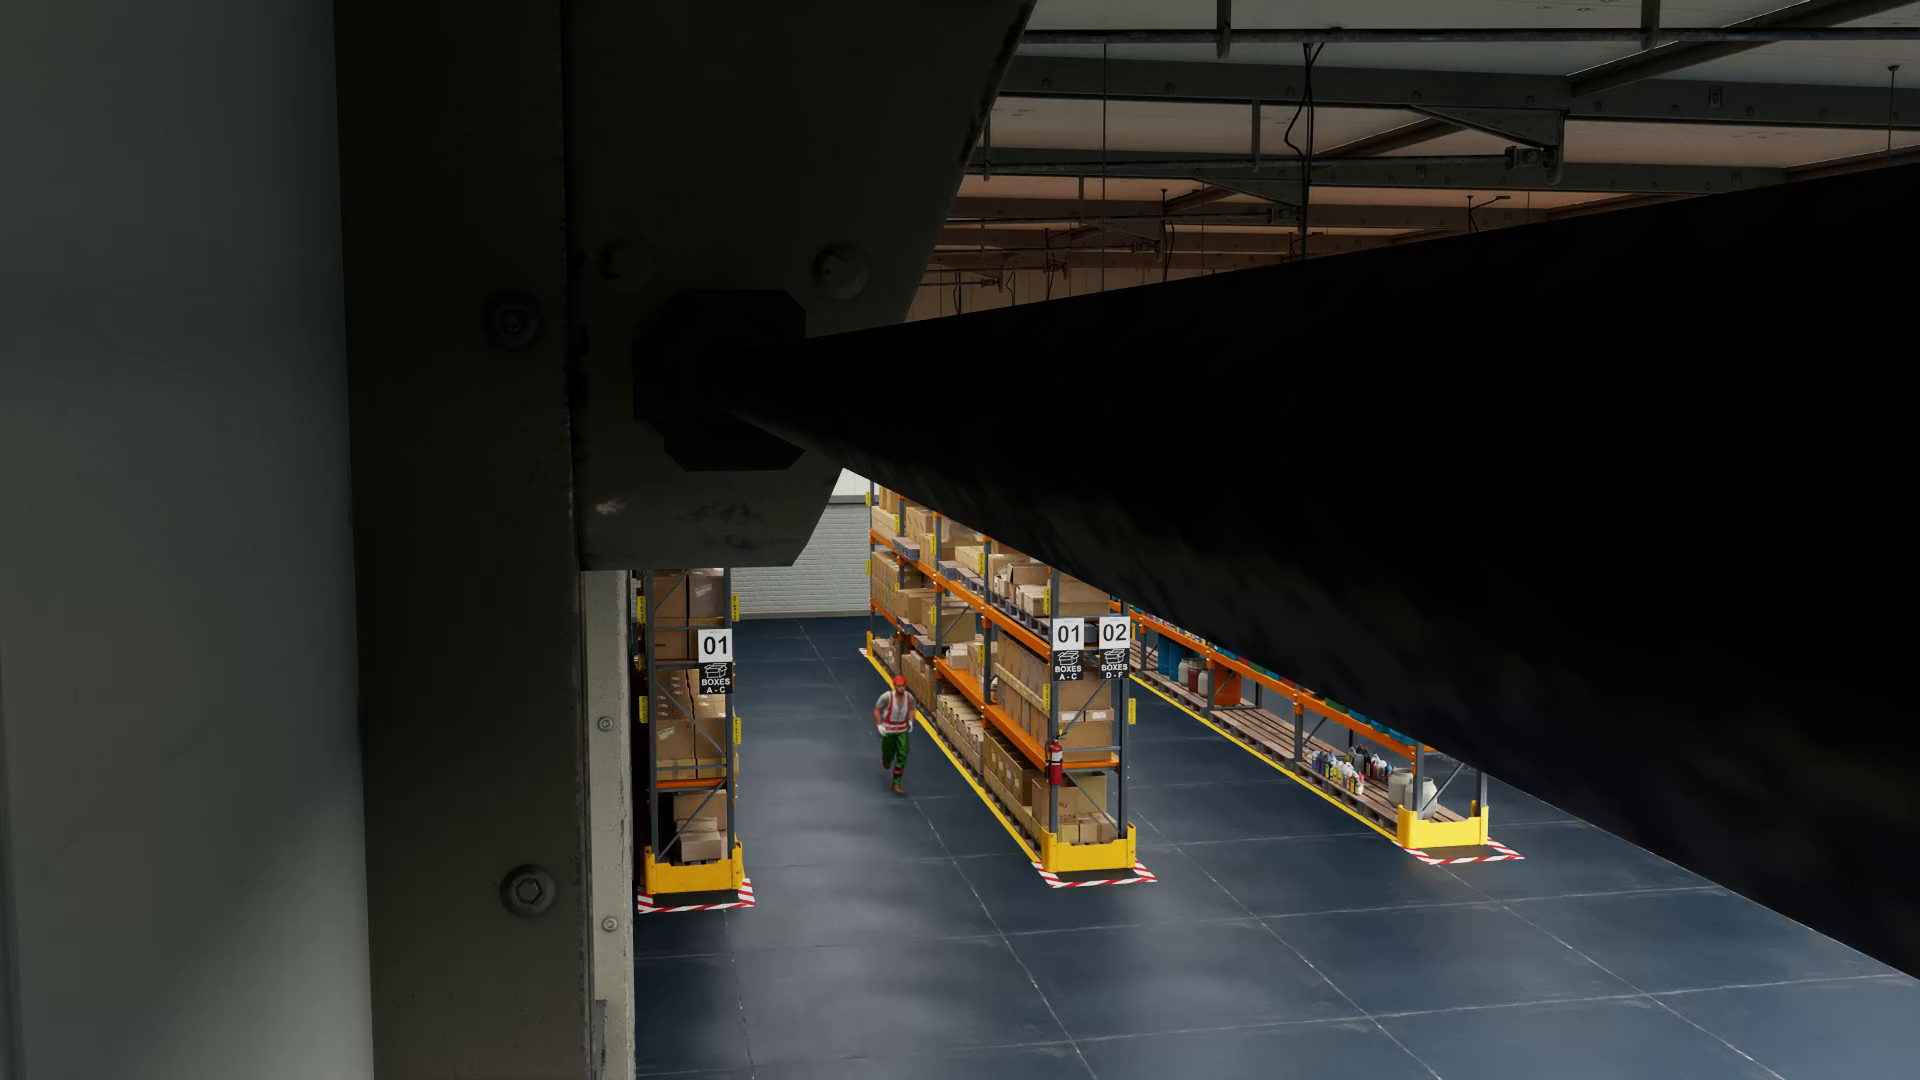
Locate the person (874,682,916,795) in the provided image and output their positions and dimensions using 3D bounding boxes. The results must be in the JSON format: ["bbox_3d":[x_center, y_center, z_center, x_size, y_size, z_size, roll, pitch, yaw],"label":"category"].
[{"bbox_3d":[-0.976,2.900,24.987,0.662,1.711,0.868,-2,6,-17],"label":"person"}]
